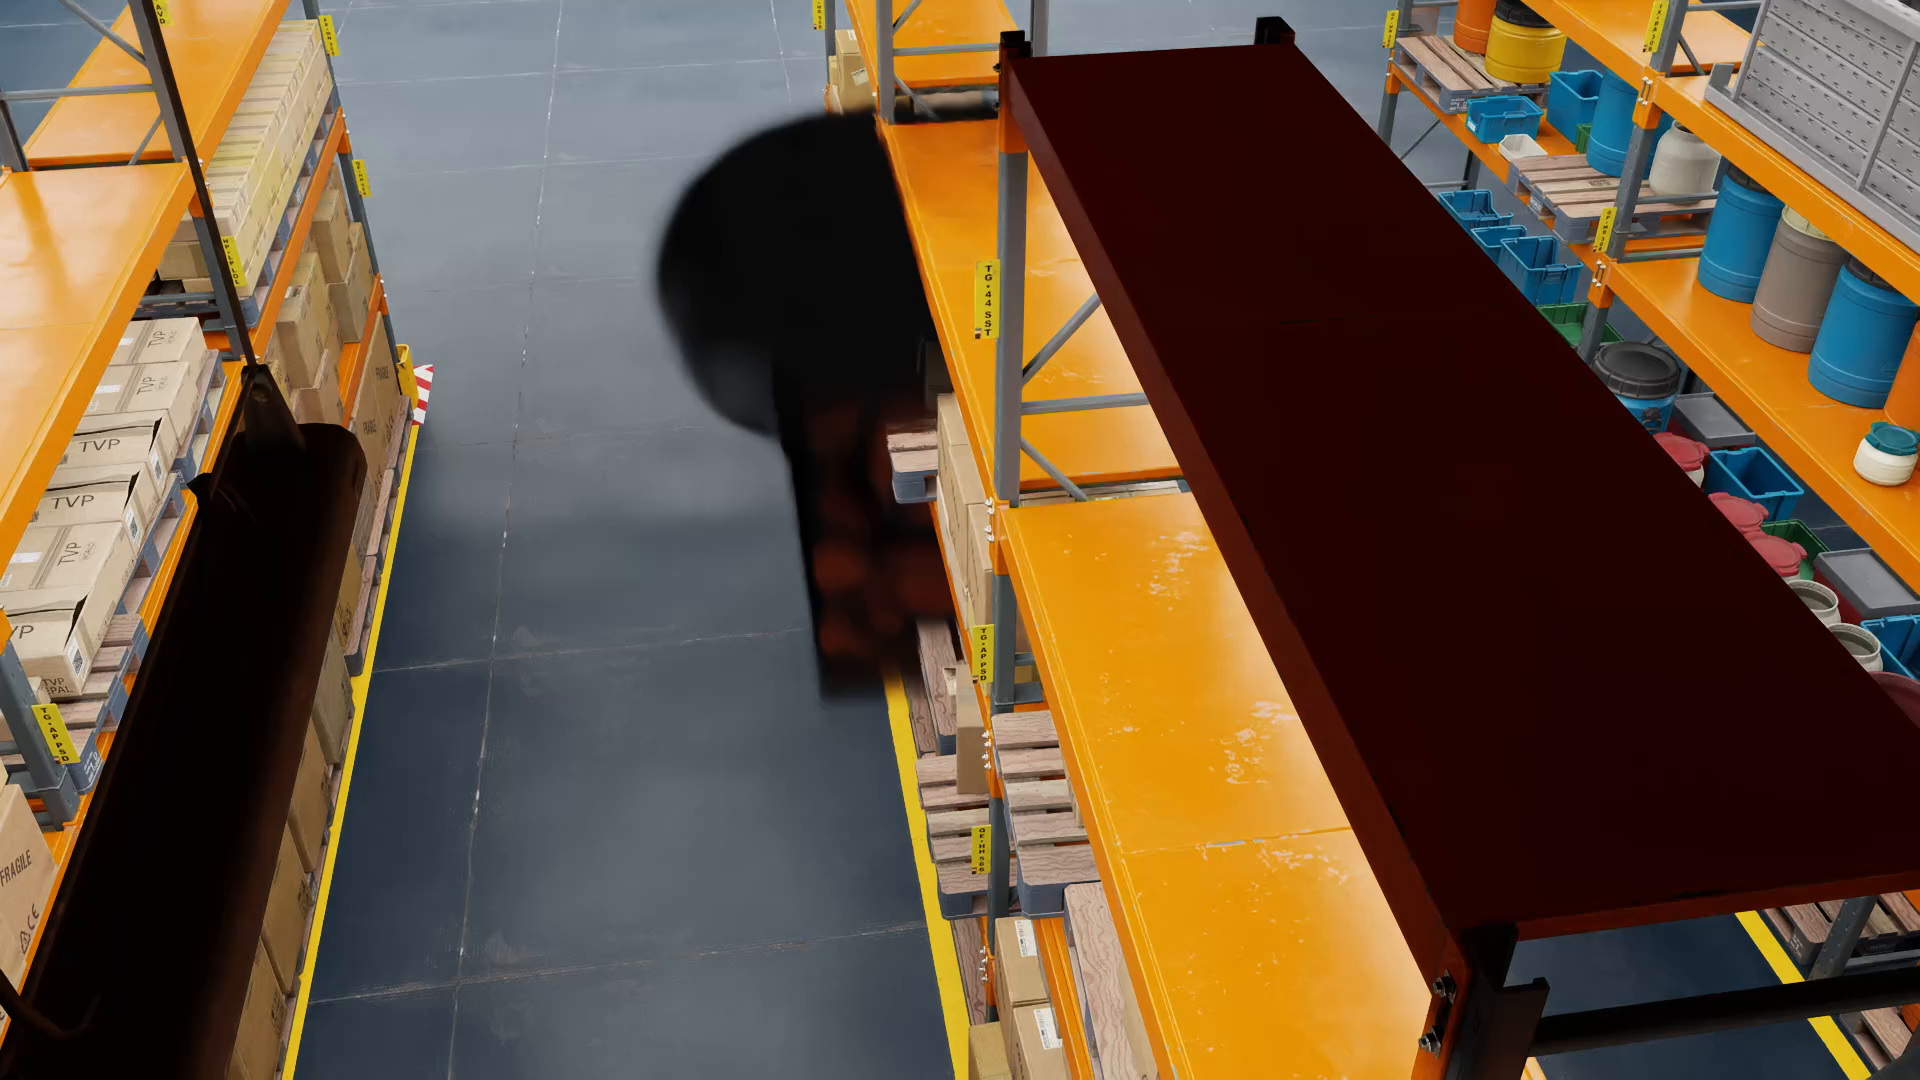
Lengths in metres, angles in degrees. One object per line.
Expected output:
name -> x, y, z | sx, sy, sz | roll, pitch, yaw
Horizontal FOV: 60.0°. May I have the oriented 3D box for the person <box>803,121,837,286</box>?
person -> -1.199, -3.308, 16.445 | 0.709, 1.759, 0.543 | -19, 41, -24
